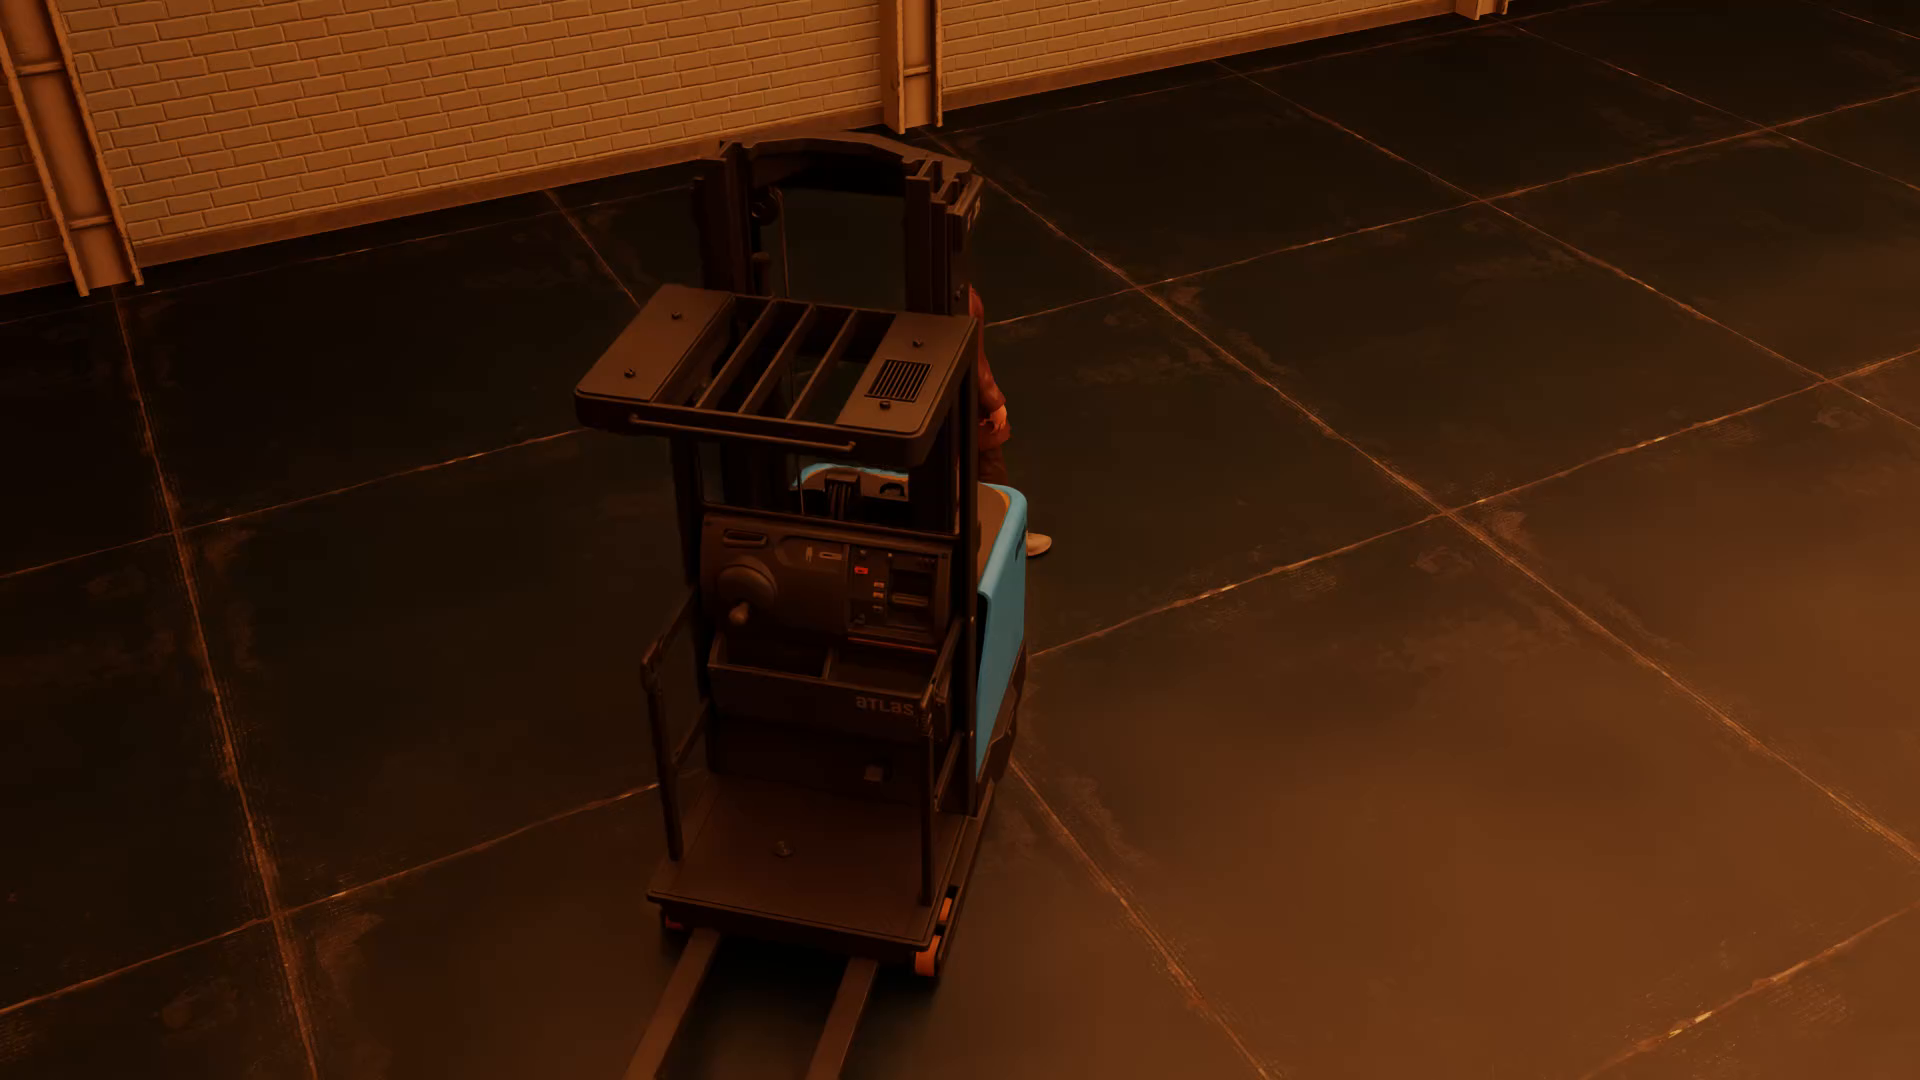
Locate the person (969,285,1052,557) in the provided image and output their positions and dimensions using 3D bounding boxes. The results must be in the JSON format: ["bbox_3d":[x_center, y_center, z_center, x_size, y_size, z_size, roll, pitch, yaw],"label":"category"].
[{"bbox_3d":[0.083,-0.755,8.178,0.579,1.777,0.698,-17,39,-23],"label":"person"}]

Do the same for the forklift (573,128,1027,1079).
[{"bbox_3d":[-0.536,0.217,5.816,1.130,2.935,3.031,8,36,11],"label":"forklift"}]
